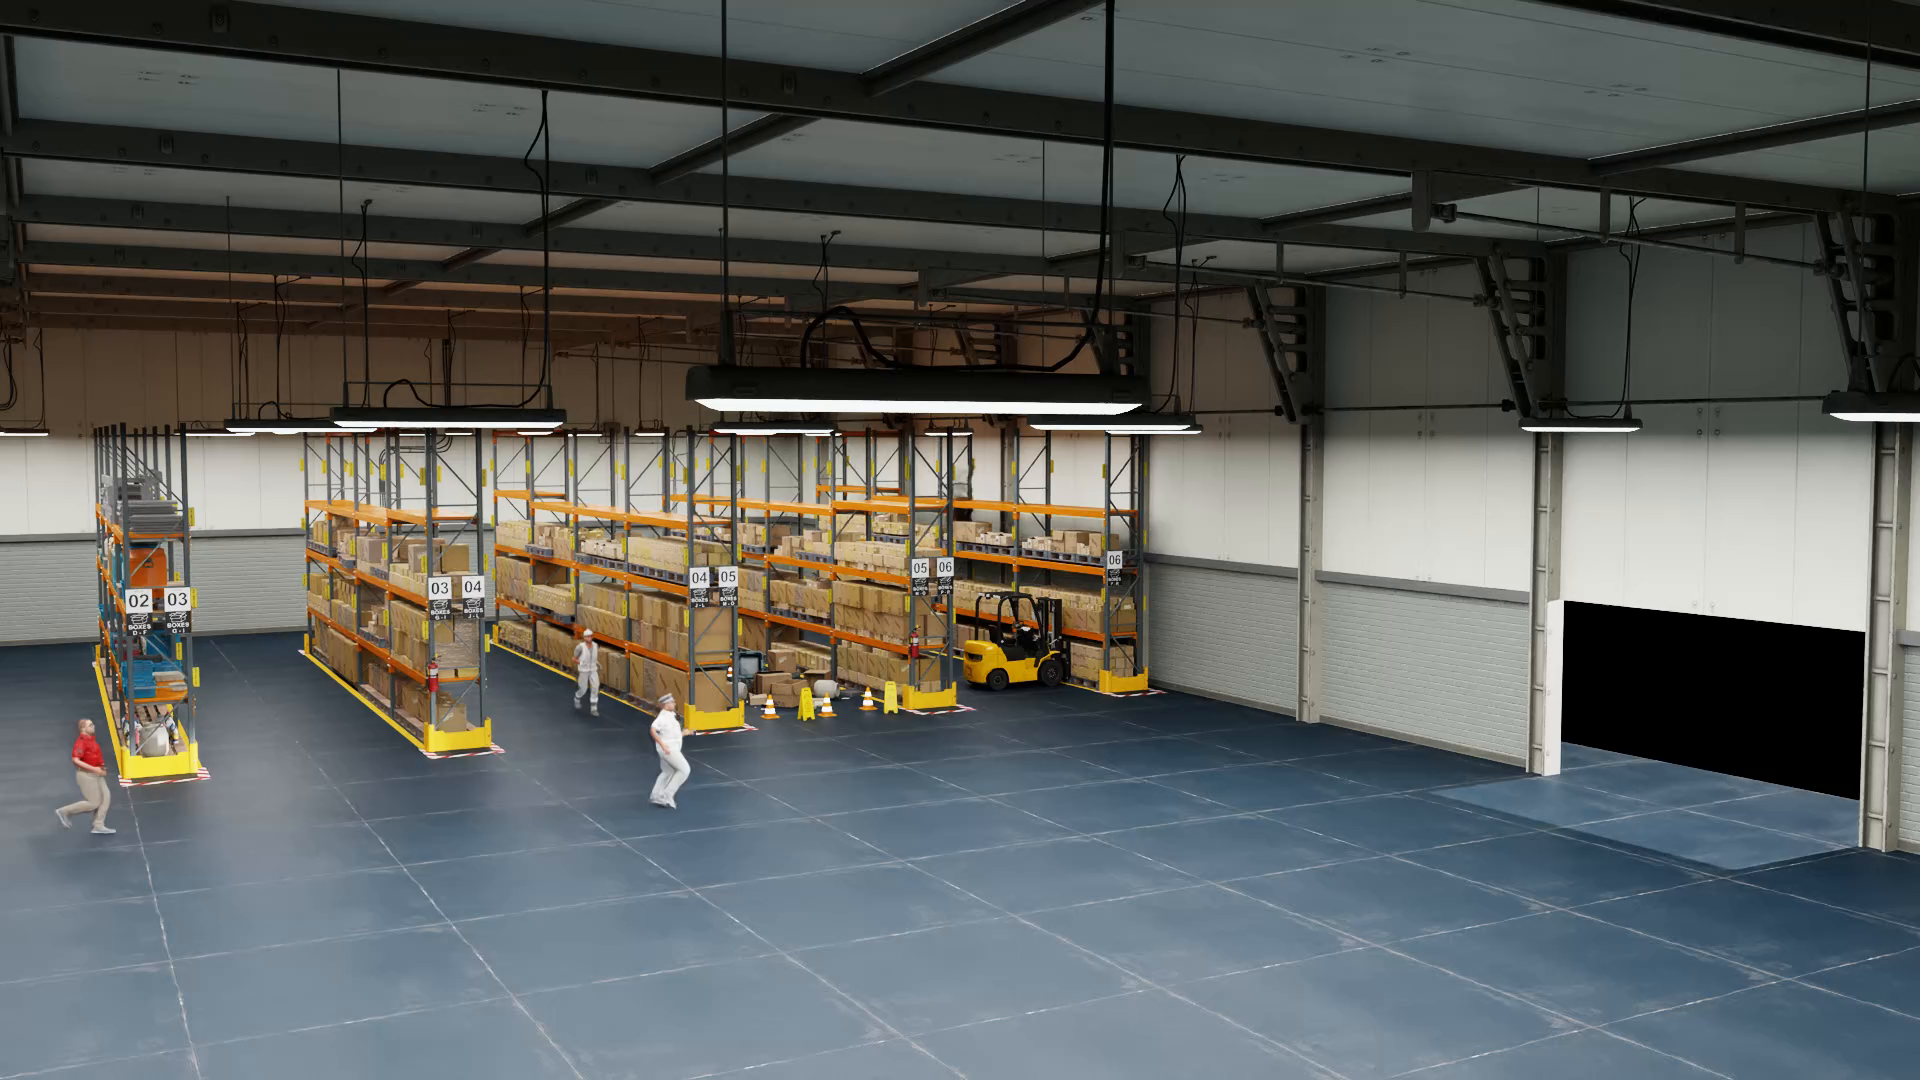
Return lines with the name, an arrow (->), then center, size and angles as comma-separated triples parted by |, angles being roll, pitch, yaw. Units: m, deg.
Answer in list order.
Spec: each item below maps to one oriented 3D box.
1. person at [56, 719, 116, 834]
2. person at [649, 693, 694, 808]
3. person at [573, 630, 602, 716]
person -> -12.629, 3.429, 24.028 | 0.752, 1.700, 0.663 | -1, 4, -14
person -> -4.496, 3.275, 25.887 | 0.702, 1.793, 0.637 | -1, 4, -10
person -> -7.750, 2.734, 34.521 | 0.634, 1.777, 0.984 | -2, 4, -35
